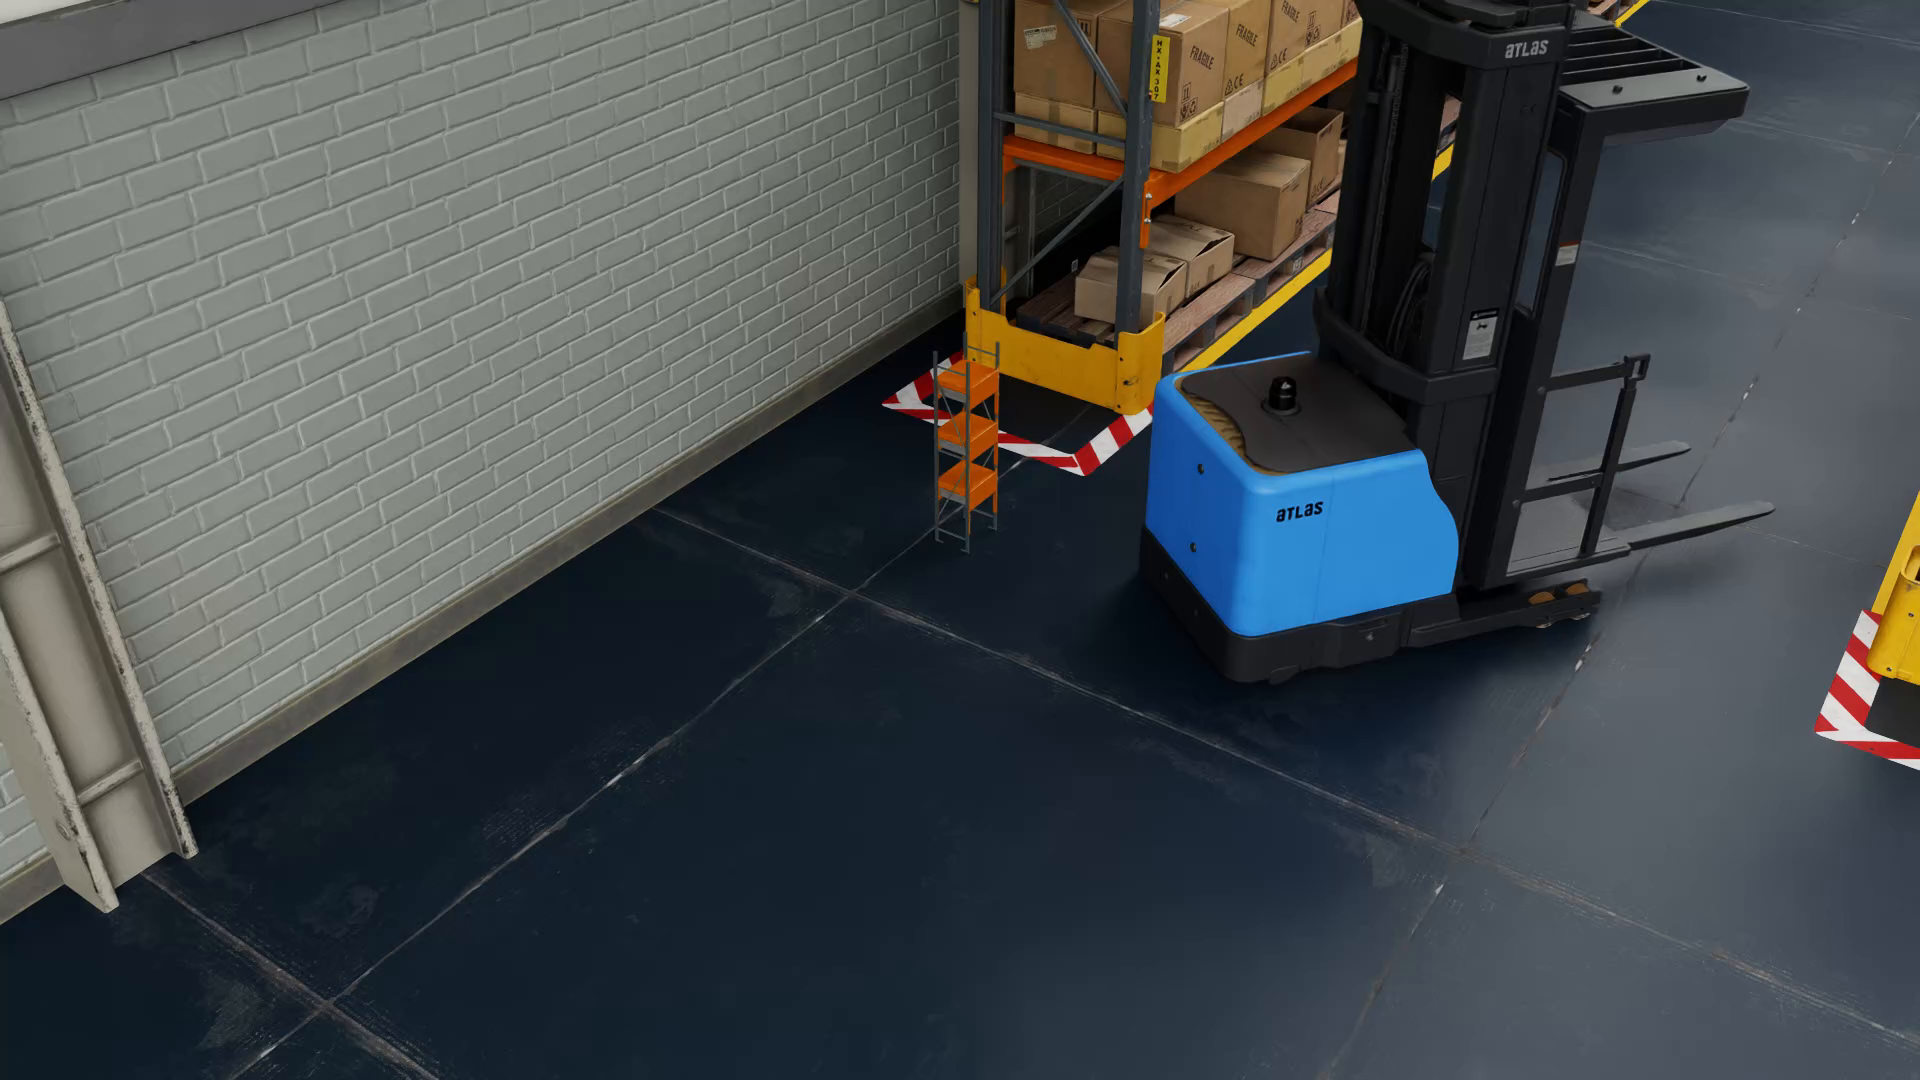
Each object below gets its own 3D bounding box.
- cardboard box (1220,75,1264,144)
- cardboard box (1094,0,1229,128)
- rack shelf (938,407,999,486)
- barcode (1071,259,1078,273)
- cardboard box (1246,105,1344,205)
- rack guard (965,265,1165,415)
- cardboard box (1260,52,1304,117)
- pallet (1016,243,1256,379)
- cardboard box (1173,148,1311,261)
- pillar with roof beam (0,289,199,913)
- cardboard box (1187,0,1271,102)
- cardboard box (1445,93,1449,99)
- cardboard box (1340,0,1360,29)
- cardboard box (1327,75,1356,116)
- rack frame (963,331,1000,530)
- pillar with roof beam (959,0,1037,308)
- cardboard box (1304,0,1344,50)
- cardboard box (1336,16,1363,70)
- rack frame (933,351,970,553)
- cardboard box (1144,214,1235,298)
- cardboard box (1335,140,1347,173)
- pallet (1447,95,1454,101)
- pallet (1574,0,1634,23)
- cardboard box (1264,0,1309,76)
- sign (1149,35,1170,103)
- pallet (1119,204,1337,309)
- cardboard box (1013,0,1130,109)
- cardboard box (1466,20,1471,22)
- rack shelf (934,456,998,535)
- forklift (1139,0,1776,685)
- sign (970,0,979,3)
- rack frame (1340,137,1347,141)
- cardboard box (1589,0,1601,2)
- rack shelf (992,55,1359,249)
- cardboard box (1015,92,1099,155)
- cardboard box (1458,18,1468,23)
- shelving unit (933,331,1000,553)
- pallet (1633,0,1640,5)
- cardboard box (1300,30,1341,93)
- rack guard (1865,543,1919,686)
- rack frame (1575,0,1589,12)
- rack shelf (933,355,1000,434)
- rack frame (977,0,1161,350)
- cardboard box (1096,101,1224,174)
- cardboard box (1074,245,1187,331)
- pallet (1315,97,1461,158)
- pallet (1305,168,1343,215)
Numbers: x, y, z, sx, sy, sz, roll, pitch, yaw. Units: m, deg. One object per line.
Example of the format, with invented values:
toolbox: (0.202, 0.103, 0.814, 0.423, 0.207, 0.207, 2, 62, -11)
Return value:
cardboard box: (1.364, -2.467, 9.336, 0.500, 0.250, 0.500, 20, 39, 27)
cardboard box: (1.059, -2.534, 8.767, 0.500, 0.500, 0.500, 21, 39, 28)
rack shelf: (0.031, -0.451, 7.998, 0.215, 0.259, 0.240, 21, 39, 28)
barcode: (0.690, -1.652, 10.014, 0.001, 0.075, 0.075, 21, 39, 28)
cardboard box: (2.262, -2.651, 11.331, 0.500, 0.500, 0.500, 18, 38, 25)
rack guard: (0.583, -1.153, 9.509, 1.175, 0.500, 0.348, 21, 39, 28)
cardboard box: (1.659, -2.699, 9.680, 0.500, 0.250, 0.500, 21, 39, 27)
pallet: (1.076, -1.396, 10.126, 1.003, 0.211, 1.213, 21, 39, 28)
cardboard box: (1.793, -2.174, 10.626, 0.700, 0.500, 0.500, 19, 38, 25)
pillar with roof beam: (0.344, -1.101, 1.845, 9.100, 9.000, 0.400, 21, 39, 28)
cardboard box: (1.349, -2.759, 9.098, 0.500, 0.500, 0.500, 21, 40, 28)
cardboard box: (3.480, -3.739, 12.941, 0.700, 0.500, 0.500, 20, 39, 27)
cardboard box: (2.230, -3.475, 10.158, 0.500, 0.500, 0.500, 20, 39, 27)
cardboard box: (3.227, -3.486, 12.565, 0.700, 0.500, 0.500, 23, 40, 30)
rack frame: (0.100, -0.516, 8.075, 0.200, 1.050, 0.008, 21, 39, 28)
pillar with roof beam: (3.765, -3.862, 5.928, 9.100, 9.000, 0.400, 21, 39, 28)
cardboard box: (1.934, -3.236, 9.804, 0.500, 0.500, 0.500, 23, 40, 30)
cardboard box: (2.235, -3.163, 10.366, 0.500, 0.250, 0.500, 21, 39, 28)
rack frame: (-0.039, -0.403, 7.909, 0.200, 1.050, 0.008, 21, 39, 28)
cardboard box: (1.334, -1.774, 10.204, 0.500, 0.311, 0.500, 25, 41, 32)
cardboard box: (2.540, -2.748, 11.772, 0.380, 0.166, 0.250, 16, 37, 22)
pallet: (3.959, -3.762, 13.625, 1.003, 0.211, 1.213, 21, 39, 28)
pallet: (5.613, -5.019, 15.484, 1.003, 0.211, 1.213, 21, 39, 28)
cardboard box: (1.649, -2.994, 9.447, 0.500, 0.500, 0.500, 20, 39, 27)
sign: (0.986, -2.339, 8.259, 0.100, 0.325, 0.005, 21, 39, 28)
pallet: (1.772, -1.955, 10.953, 1.003, 0.211, 1.213, 21, 39, 28)
cardboard box: (0.634, -2.696, 9.005, 0.500, 0.500, 0.500, 21, 39, 28)
cardboard box: (3.804, -3.961, 13.269, 0.700, 0.500, 0.500, 22, 40, 29)
rack shelf: (0.031, -0.221, 8.154, 0.215, 0.259, 0.240, 21, 39, 28)
forklift: (2.429, -1.077, 7.226, 3.031, 2.935, 1.130, -11, 36, -16)
sign: (0.096, -2.951, 8.620, 0.100, 0.325, 0.005, 21, 39, 28)
rack frame: (2.821, -3.995, 11.479, 1.000, 3.000, 0.127, 21, 39, 28)
cardboard box: (5.629, -5.416, 15.125, 0.750, 0.750, 0.750, 21, 39, 28)
rack shelf: (1.681, -2.776, 10.320, 1.077, 0.370, 4.000, 21, 39, 28)
cardboard box: (0.647, -2.377, 9.204, 0.500, 0.250, 0.500, 22, 40, 29)
cardboard box: (3.769, -4.241, 13.012, 0.500, 0.250, 0.500, 20, 39, 27)
shelving unit: (0.031, -0.460, 7.992, 0.215, 1.050, 0.252, 21, 39, 28)
pallet: (6.309, -5.578, 16.310, 1.003, 0.211, 1.213, 21, 39, 28)
cardboard box: (1.949, -2.931, 10.023, 0.500, 0.250, 0.500, 22, 40, 29)
rack guard: (4.598, 0.473, 7.104, 1.175, 0.500, 0.348, 21, 39, 28)
rack frame: (5.102, -5.836, 14.202, 1.000, 3.000, 0.127, 21, 39, 28)
rack shelf: (0.031, -0.686, 7.839, 0.215, 0.259, 0.240, 21, 39, 28)
rack frame: (0.540, -2.154, 8.757, 1.000, 3.000, 0.127, 21, 39, 28)
cardboard box: (1.079, -2.223, 8.976, 0.500, 0.250, 0.500, 20, 39, 27)
cardboard box: (1.009, -1.512, 9.816, 0.500, 0.311, 0.500, 17, 37, 23)
pallet: (3.264, -3.198, 12.791, 1.003, 0.211, 1.213, 21, 39, 28)
pallet: (2.467, -2.519, 11.787, 1.003, 0.211, 1.213, 21, 39, 28)
